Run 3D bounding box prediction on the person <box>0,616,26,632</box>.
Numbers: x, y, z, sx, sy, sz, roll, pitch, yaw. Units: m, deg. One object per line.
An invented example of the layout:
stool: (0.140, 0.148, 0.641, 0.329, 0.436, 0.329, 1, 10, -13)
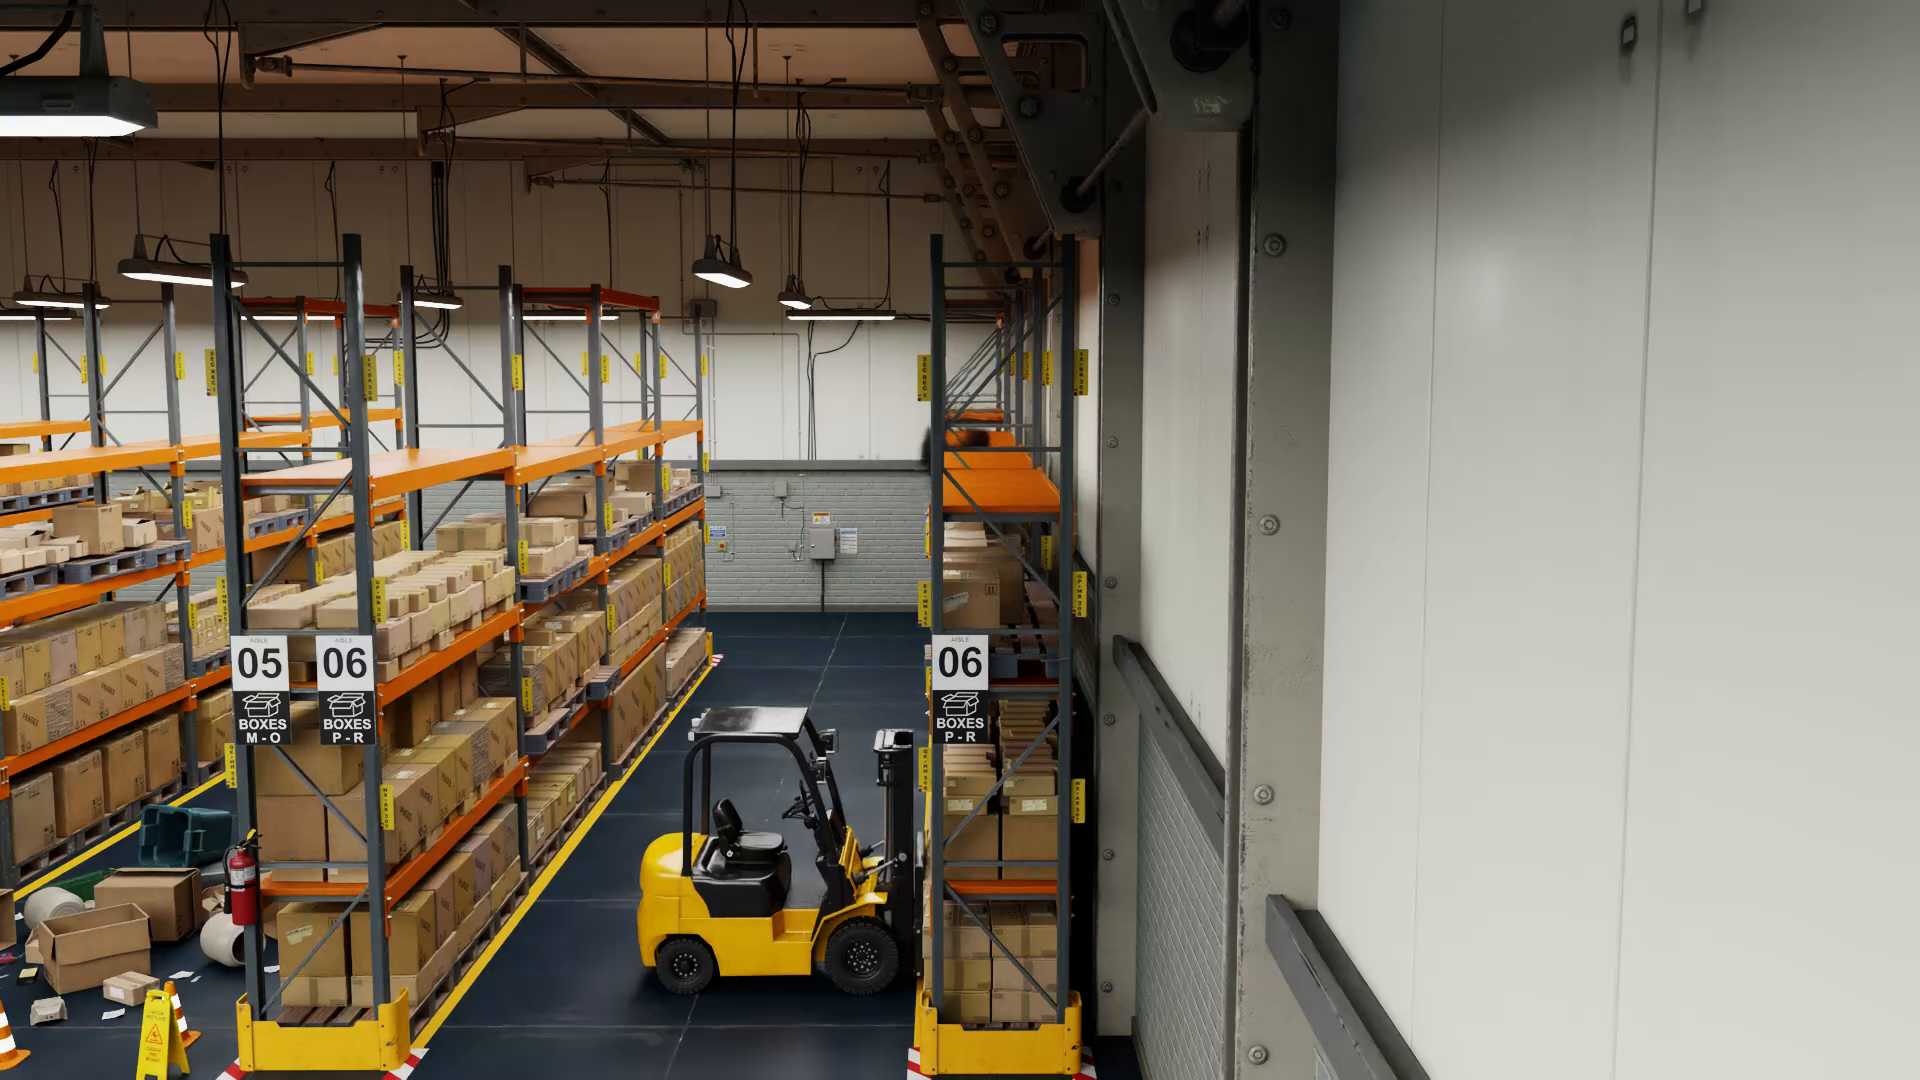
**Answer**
person: (-12.756, 1.758, 22.572, 0.701, 1.644, 0.972, -1, 6, -10)
